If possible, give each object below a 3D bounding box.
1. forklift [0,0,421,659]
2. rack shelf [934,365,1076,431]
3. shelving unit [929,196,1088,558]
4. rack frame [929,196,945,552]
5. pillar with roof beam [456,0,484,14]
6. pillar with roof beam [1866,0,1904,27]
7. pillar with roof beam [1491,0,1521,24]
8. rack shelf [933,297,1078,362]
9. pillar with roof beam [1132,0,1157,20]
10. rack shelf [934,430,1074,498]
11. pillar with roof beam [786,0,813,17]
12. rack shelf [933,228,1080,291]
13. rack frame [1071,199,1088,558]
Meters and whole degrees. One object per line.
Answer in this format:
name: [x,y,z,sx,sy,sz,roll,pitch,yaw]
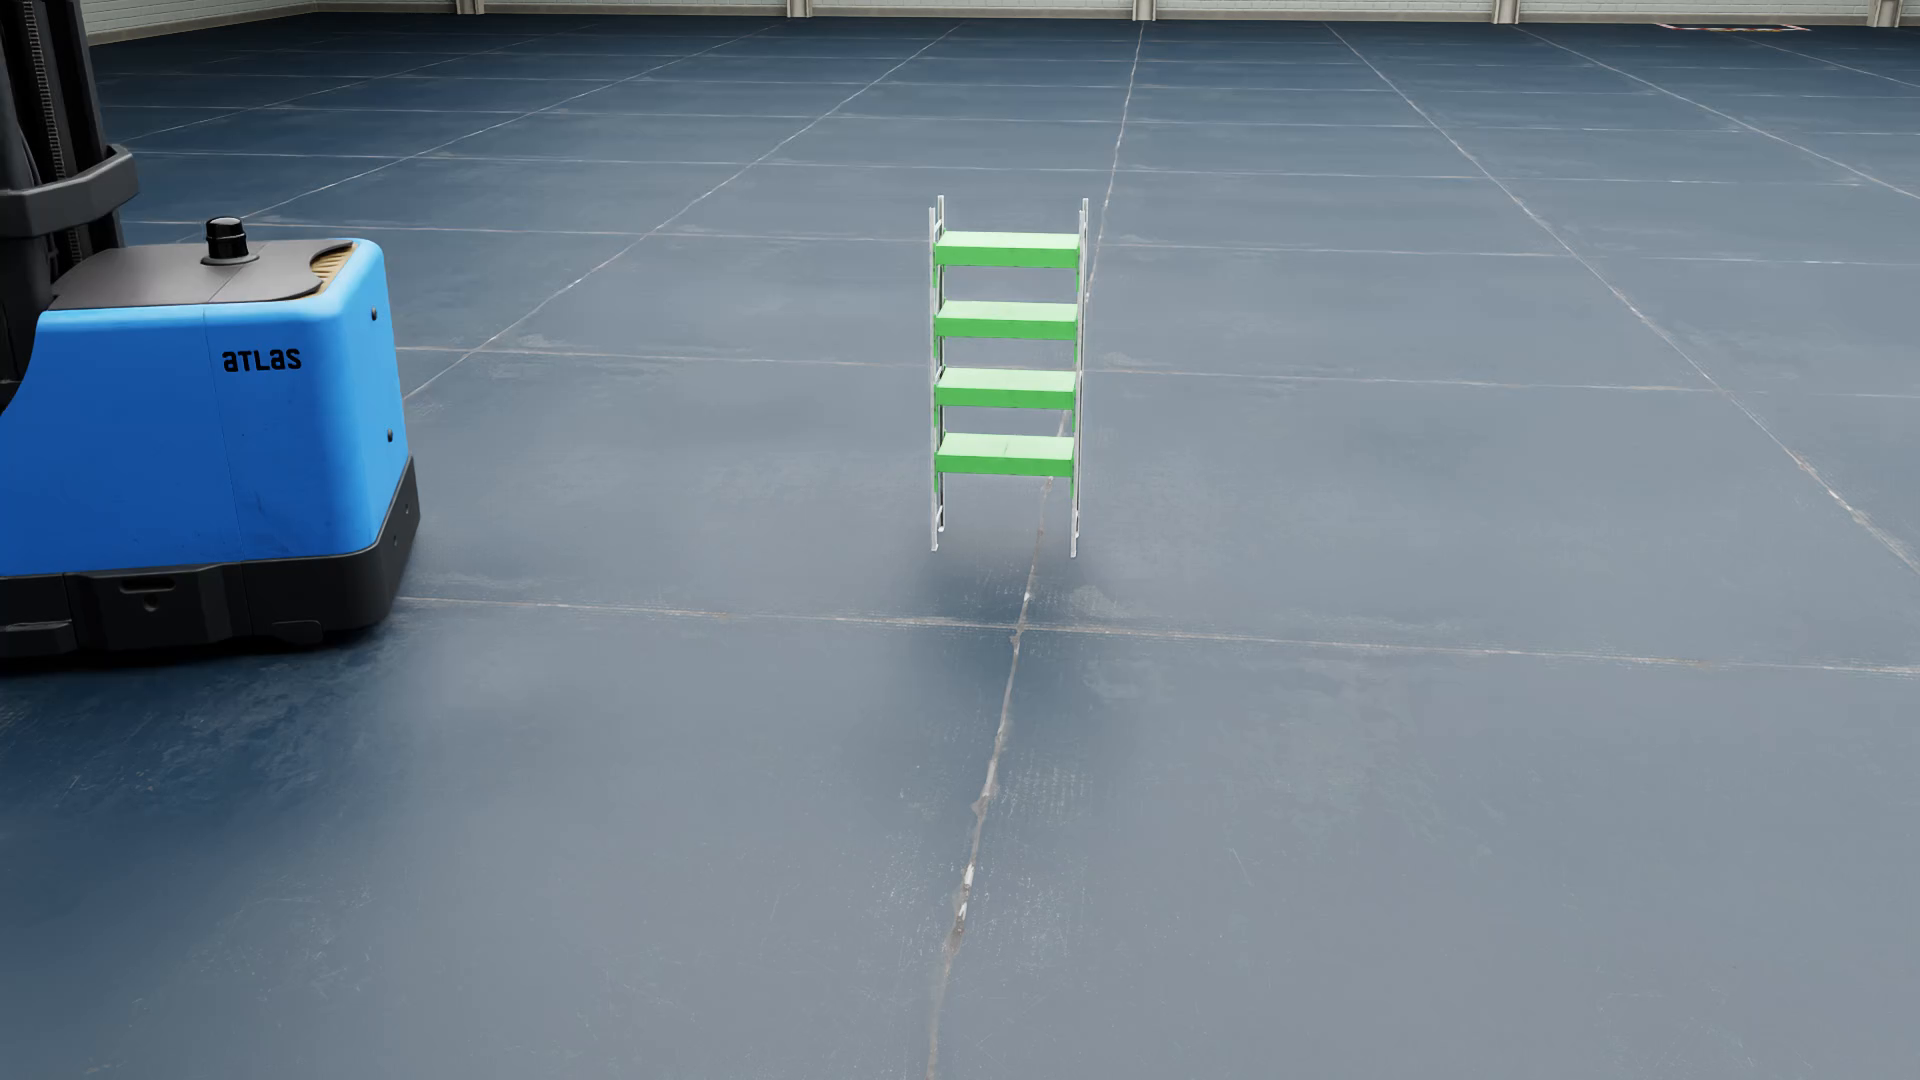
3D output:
forklift: [-3.341,-1.121,4.788,3.031,2.935,1.130,-4,22,-10]
rack shelf: [0.164,-0.491,5.725,0.480,0.148,0.258,2,22,6]
shelving unit: [0.164,-0.551,5.701,0.503,1.200,0.258,2,22,6]
rack frame: [-0.078,-0.561,5.728,0.015,1.200,0.240,2,22,6]
pillar with roof beam: [-9.269,-12.050,24.179,0.400,9.000,9.100,2,22,6]
pillar with roof beam: [14.564,-11.011,21.553,0.400,9.000,9.100,2,22,6]
pillar with roof beam: [8.606,-11.271,22.209,0.400,9.000,9.100,2,22,6]
rack shelf: [0.164,-0.715,5.636,0.480,0.148,0.258,2,22,6]
pillar with roof beam: [2.648,-11.531,22.866,0.400,9.000,9.100,2,22,6]
rack shelf: [0.164,-0.268,5.813,0.480,0.148,0.258,2,22,6]
pillar with roof beam: [-3.311,-11.790,23.523,0.400,9.000,9.100,2,22,6]
rack shelf: [0.164,-0.938,5.548,0.480,0.148,0.258,2,22,6]
rack frame: [0.407,-0.540,5.674,0.015,1.200,0.240,2,22,6]
